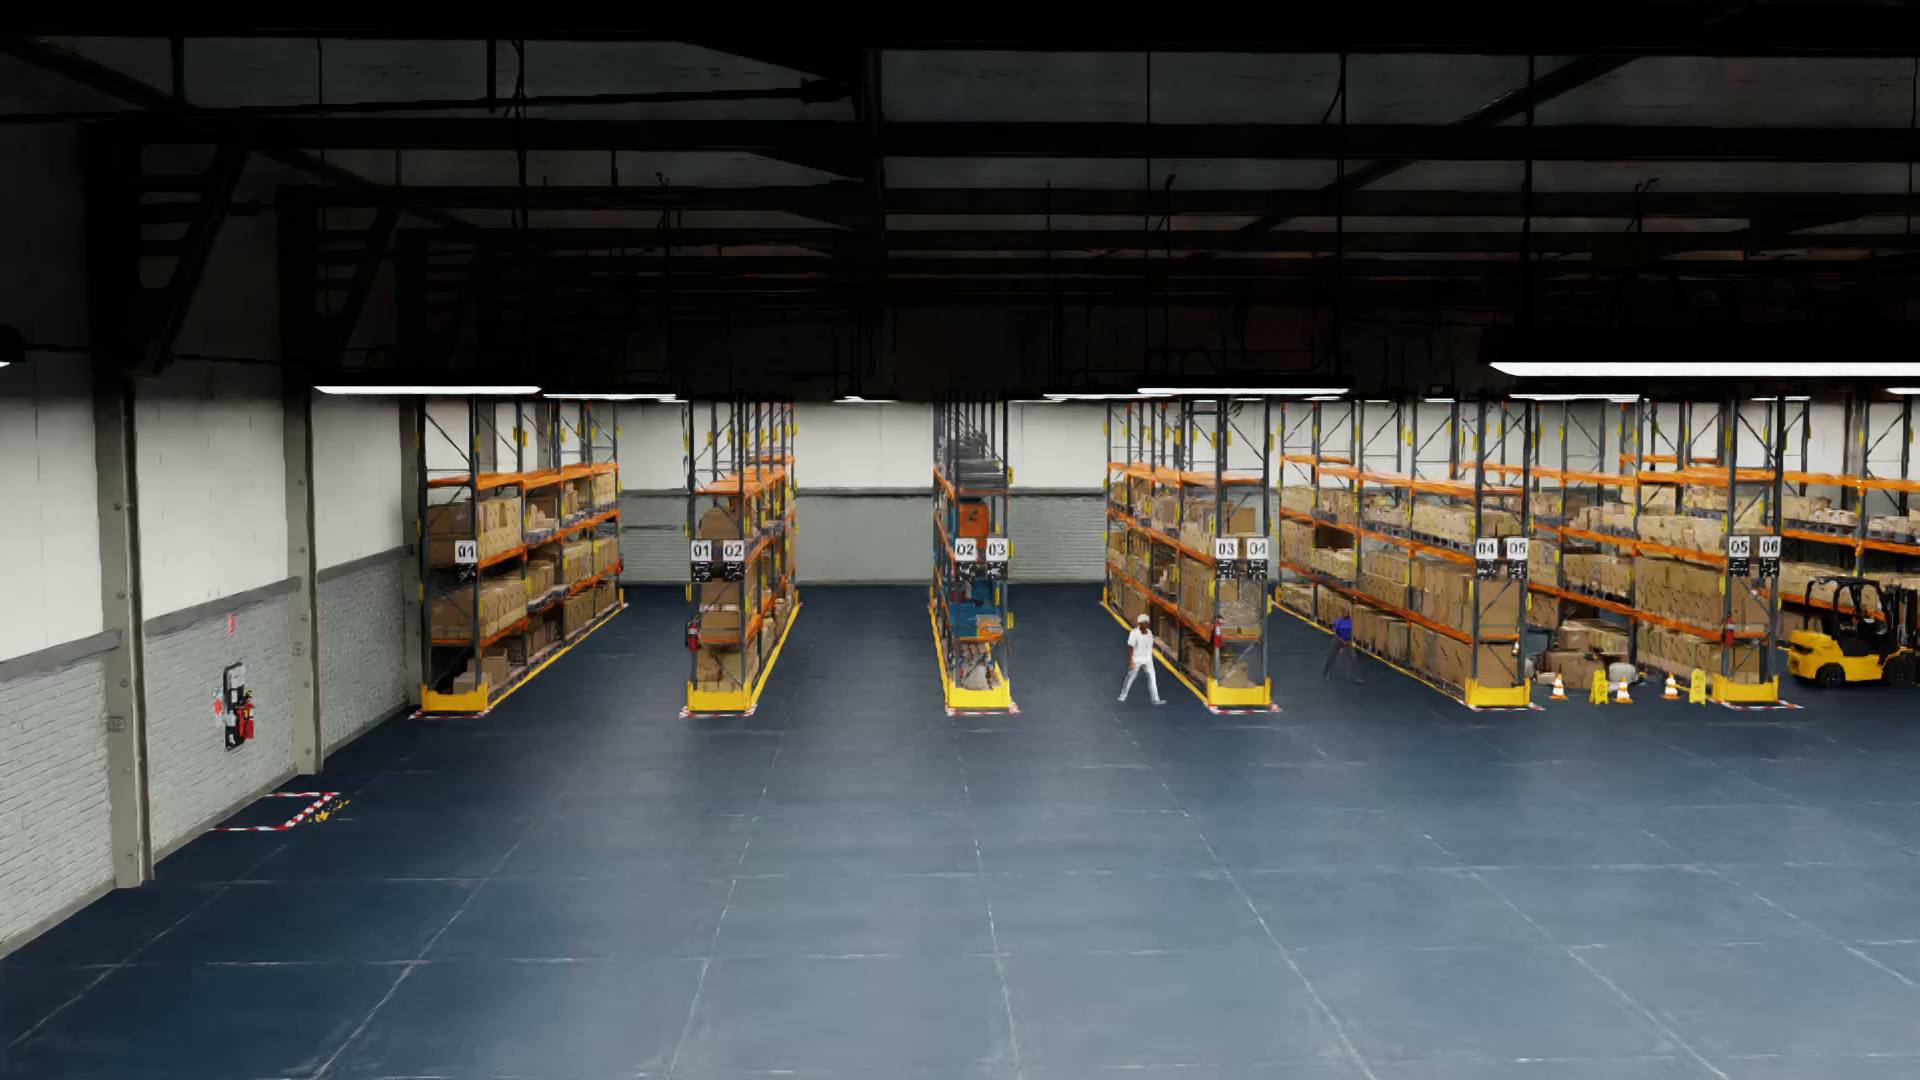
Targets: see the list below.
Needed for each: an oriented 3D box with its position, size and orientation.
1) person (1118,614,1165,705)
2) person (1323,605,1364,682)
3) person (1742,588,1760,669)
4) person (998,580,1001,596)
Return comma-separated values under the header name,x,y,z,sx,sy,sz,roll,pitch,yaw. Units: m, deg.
name,x,y,z,sx,sy,sz,roll,pitch,yaw
person,3.440,2.276,31.680,0.596,1.739,0.939,-2,5,-28
person,7.891,2.129,34.319,0.621,1.574,0.828,-2,5,-19
person,16.864,1.915,35.633,0.545,1.783,0.668,2,5,23
person,1.108,0.906,49.036,0.502,1.625,0.989,0,5,-3
